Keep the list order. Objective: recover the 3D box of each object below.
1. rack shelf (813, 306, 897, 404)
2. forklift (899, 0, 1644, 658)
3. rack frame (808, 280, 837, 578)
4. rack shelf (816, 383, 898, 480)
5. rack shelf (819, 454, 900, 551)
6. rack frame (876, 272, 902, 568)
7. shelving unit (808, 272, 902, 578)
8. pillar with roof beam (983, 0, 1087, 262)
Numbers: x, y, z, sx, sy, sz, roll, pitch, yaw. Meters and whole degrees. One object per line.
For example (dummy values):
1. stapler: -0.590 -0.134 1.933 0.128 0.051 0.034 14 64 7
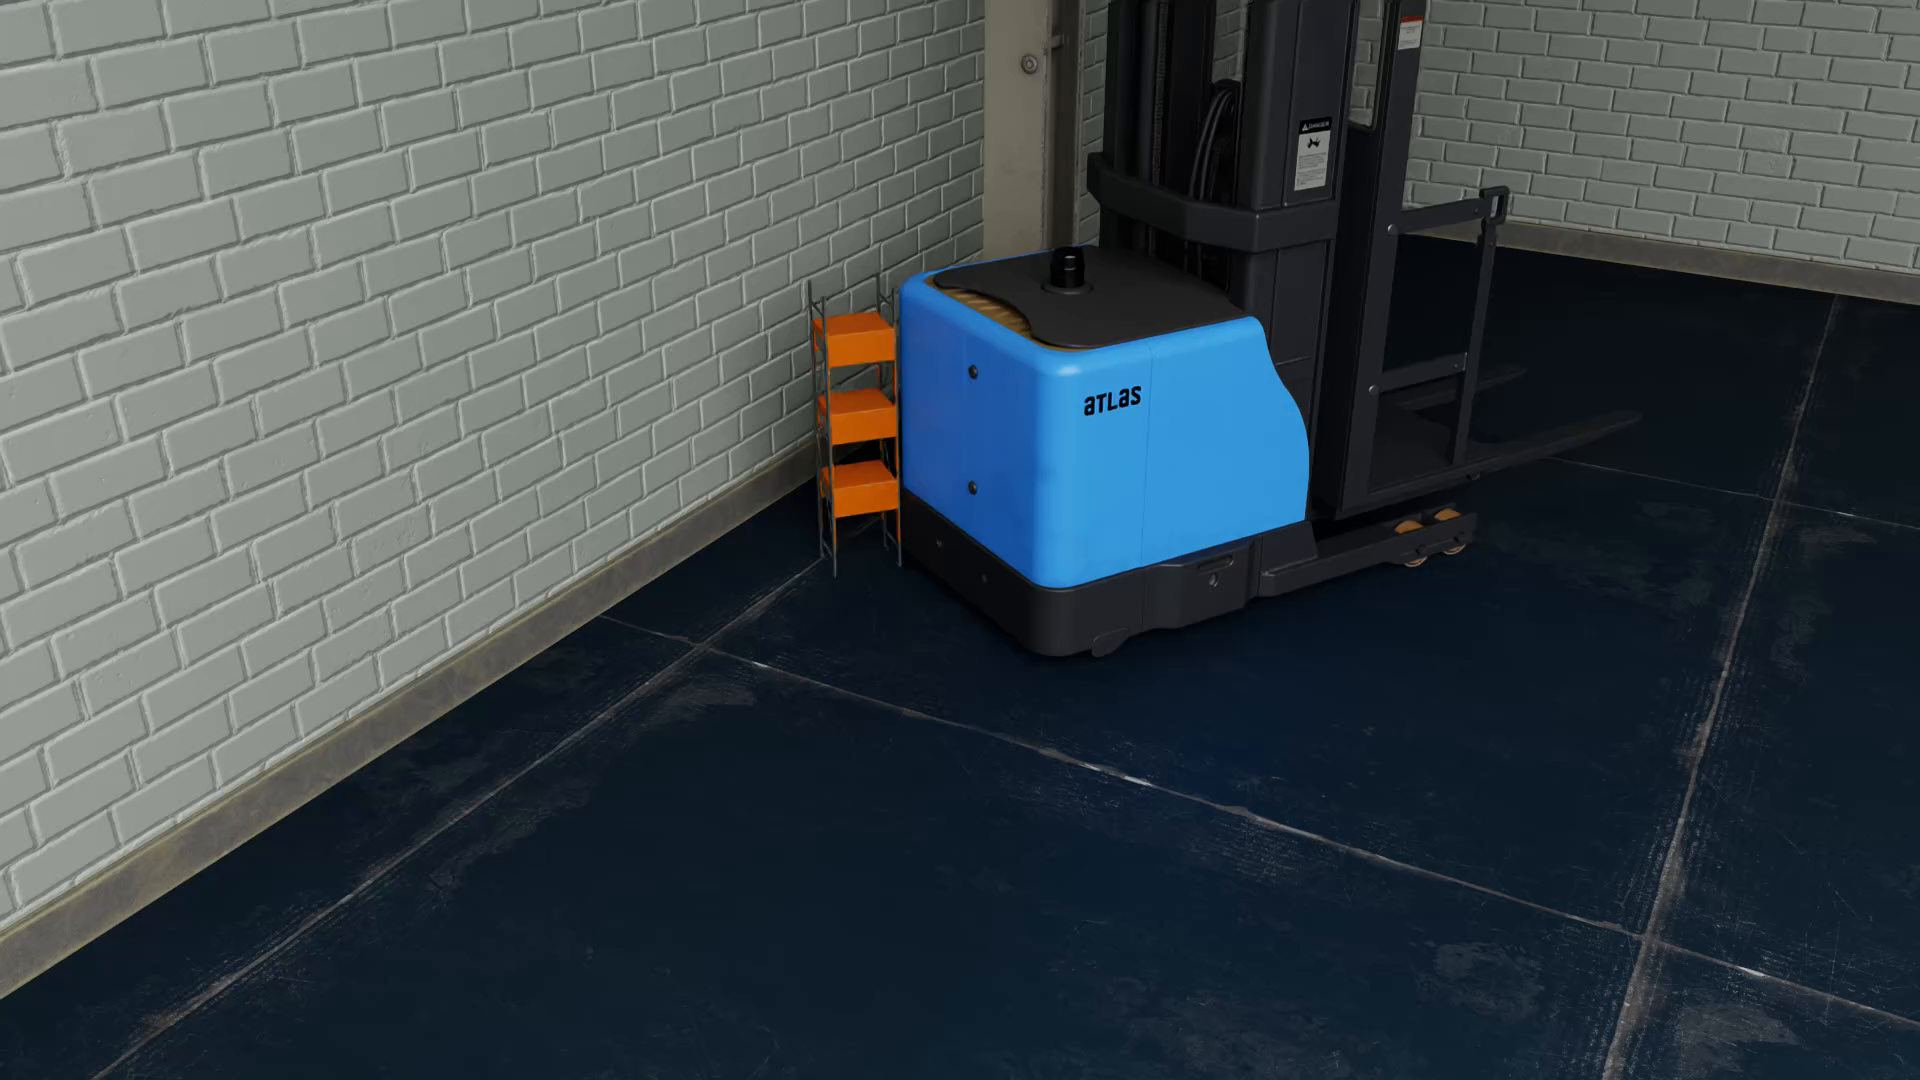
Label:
1. rack shelf: -0.367 -0.640 5.743 0.240 0.259 0.215 -9 27 -17
2. forklift: 1.310 -1.401 5.774 3.031 2.935 1.130 -15 30 -27
3. rack frame: -0.481 -0.377 5.826 0.008 1.050 0.200 -9 27 -17
4. rack shelf: -0.366 -0.385 5.867 0.240 0.259 0.215 -9 27 -17
5. rack shelf: -0.365 -0.135 5.989 0.240 0.259 0.215 -9 27 -17
6. rack frame: -0.251 -0.413 5.899 0.008 1.050 0.200 -9 27 -17
7. shelving unit: -0.366 -0.395 5.863 0.252 1.050 0.215 -9 27 -17
8. pillar with roof beam: 4.081 -3.961 4.110 9.100 9.000 0.400 14 30 26
